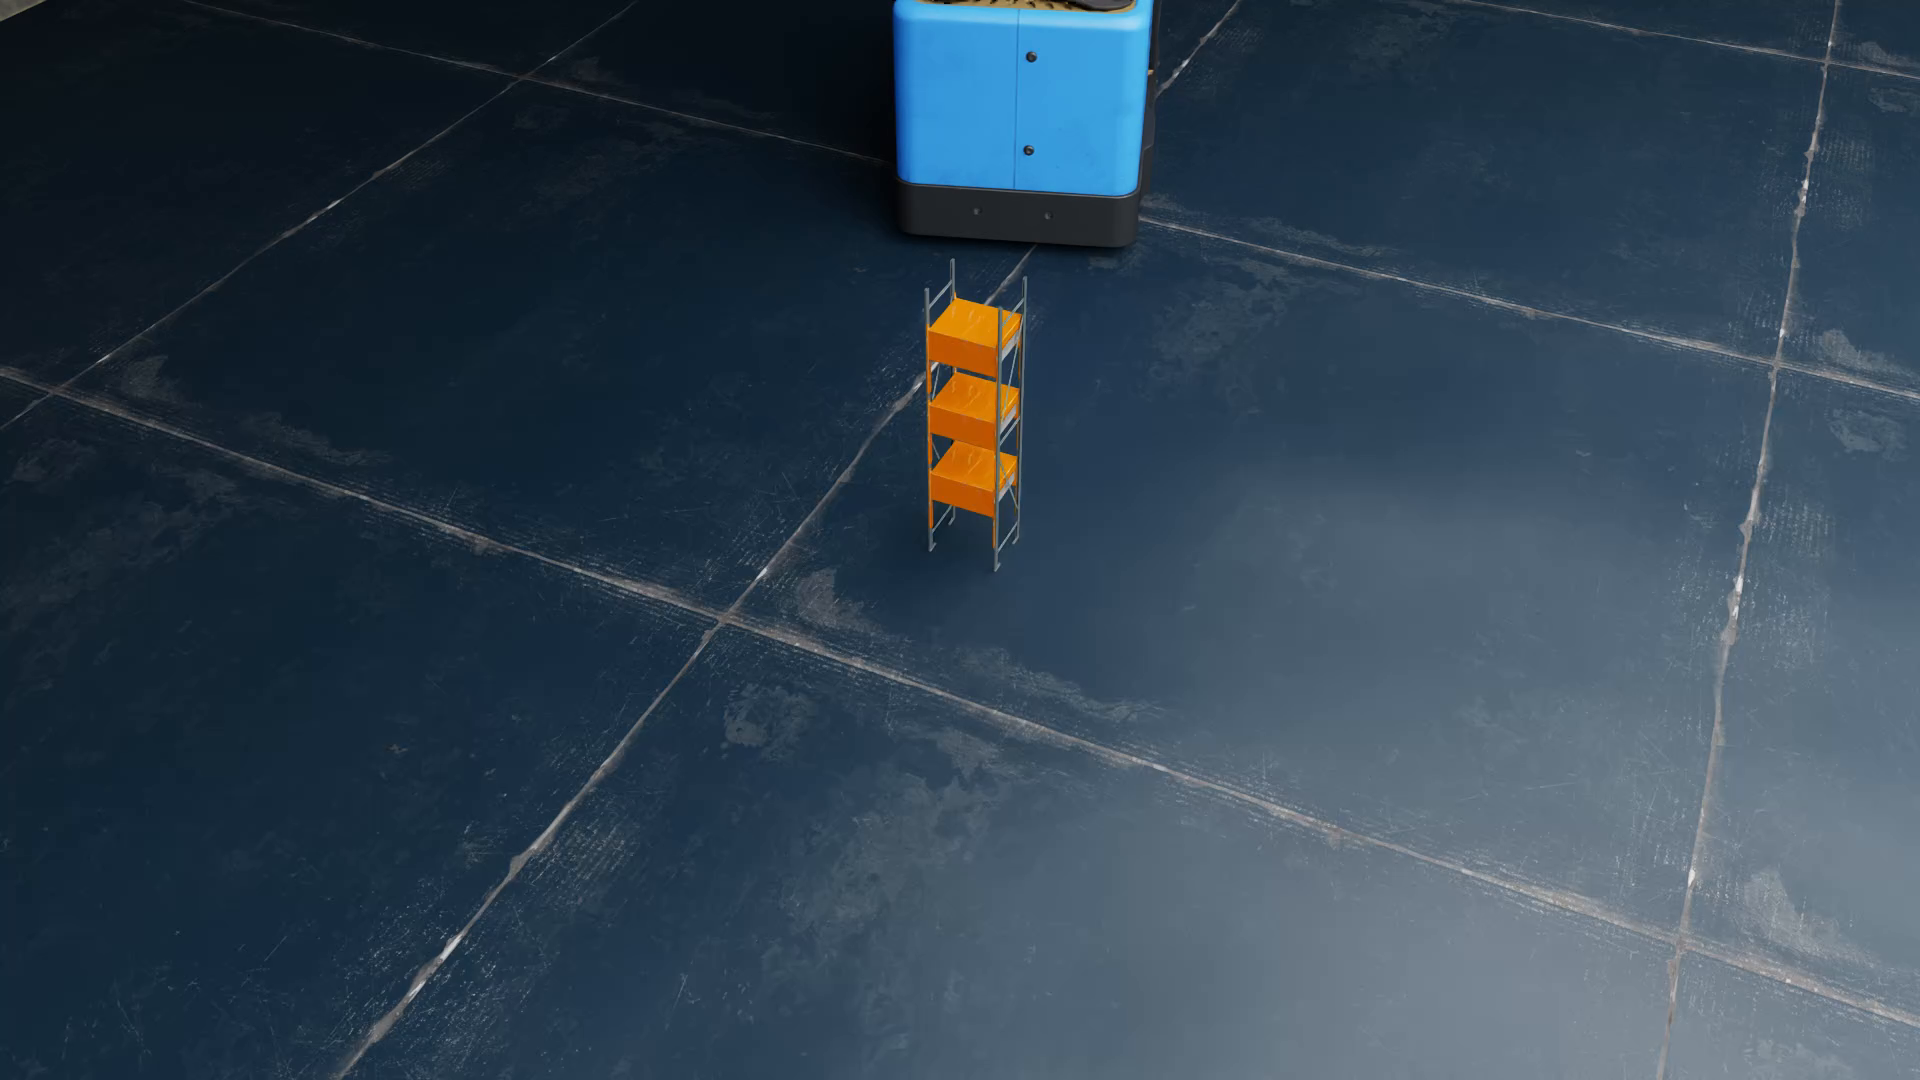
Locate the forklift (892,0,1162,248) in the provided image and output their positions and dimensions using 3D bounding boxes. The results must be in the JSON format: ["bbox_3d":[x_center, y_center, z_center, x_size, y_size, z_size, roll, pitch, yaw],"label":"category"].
[{"bbox_3d":[0.417,-3.316,7.338,1.130,2.935,3.031,5,41,6],"label":"forklift"}]

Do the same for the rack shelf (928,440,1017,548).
[{"bbox_3d":[0.048,-0.164,5.578,0.240,0.259,0.215,17,44,19],"label":"rack shelf"}]

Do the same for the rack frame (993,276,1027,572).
[{"bbox_3d":[0.159,-0.348,5.350,0.008,1.050,0.200,17,44,19],"label":"rack frame"}]

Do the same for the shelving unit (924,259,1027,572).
[{"bbox_3d":[0.048,-0.382,5.389,0.252,1.050,0.215,17,44,19],"label":"shelving unit"}]

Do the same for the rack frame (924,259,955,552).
[{"bbox_3d":[-0.062,-0.416,5.428,0.008,1.050,0.200,17,44,19],"label":"rack frame"}]

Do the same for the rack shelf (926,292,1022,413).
[{"bbox_3d":[0.048,-0.588,5.210,0.240,0.259,0.215,17,44,19],"label":"rack shelf"}]

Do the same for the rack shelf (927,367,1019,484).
[{"bbox_3d":[0.048,-0.374,5.396,0.240,0.259,0.215,17,44,19],"label":"rack shelf"}]
